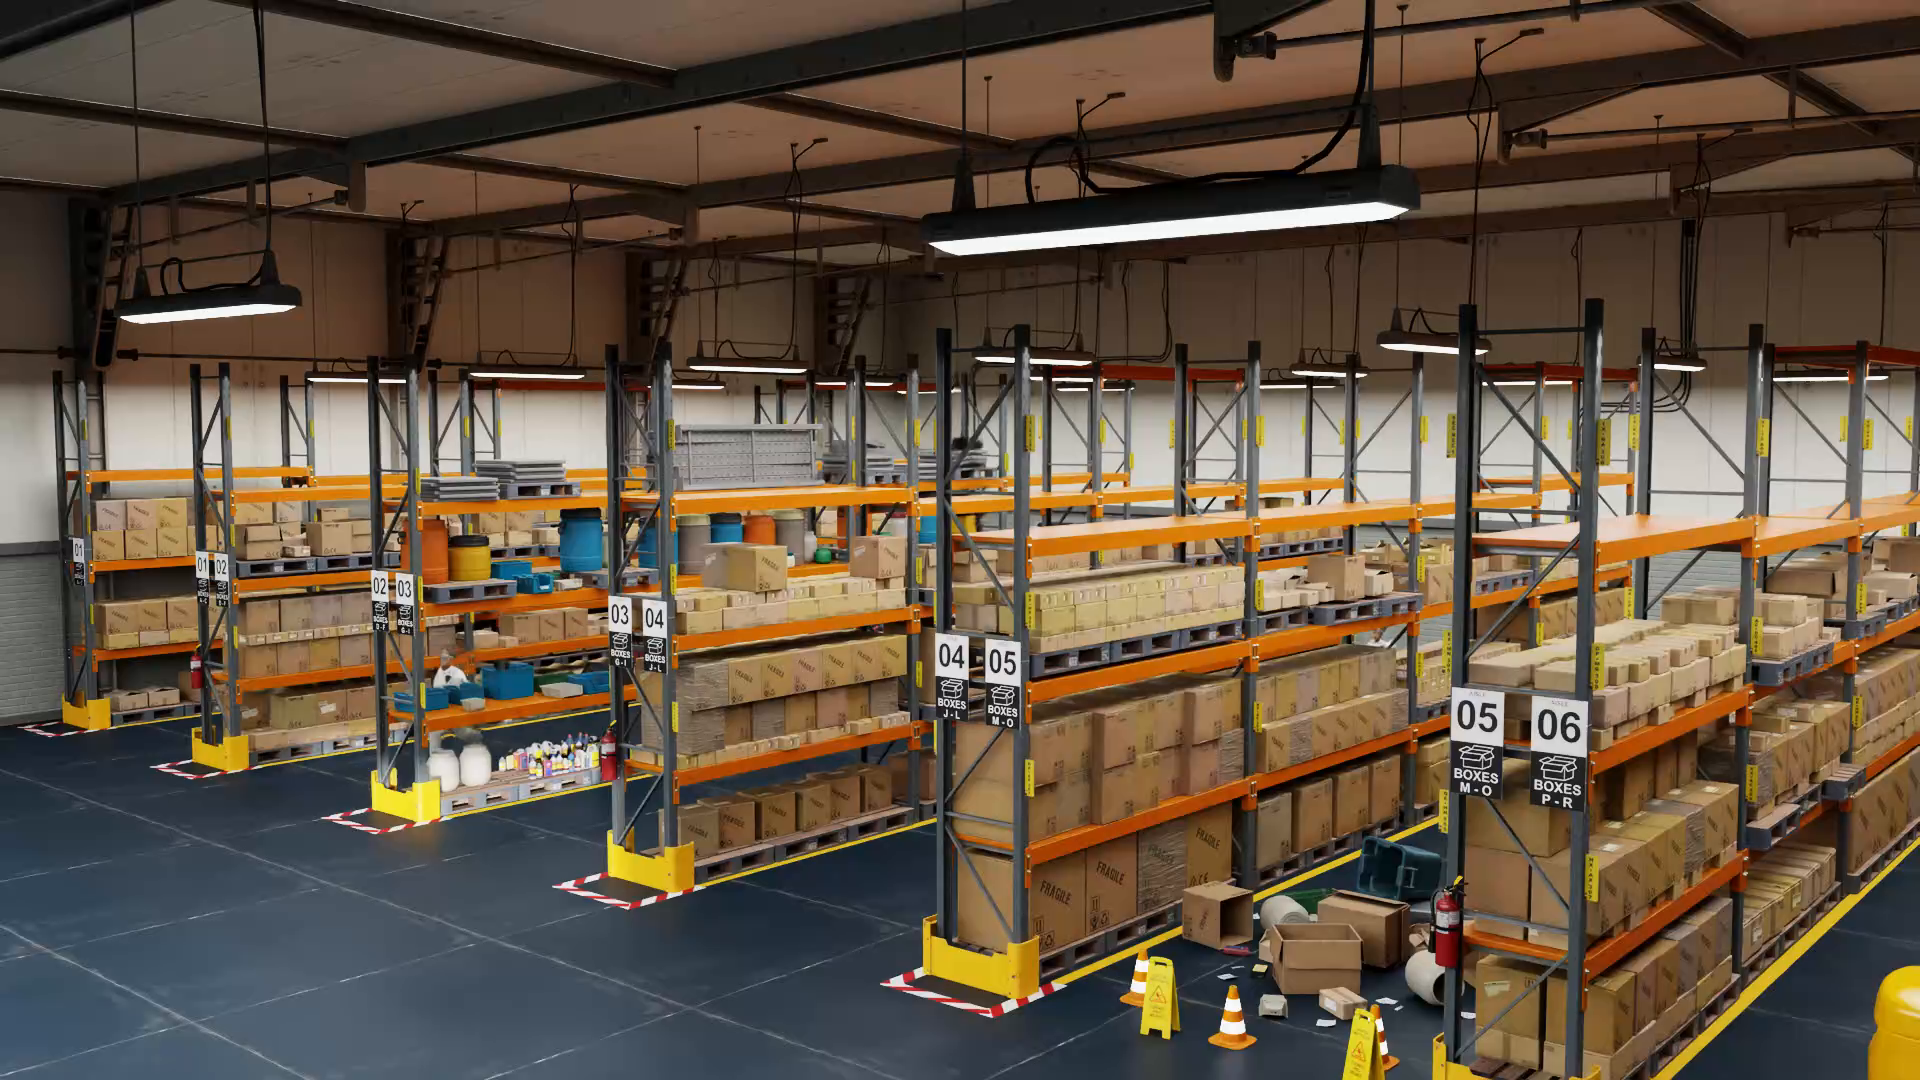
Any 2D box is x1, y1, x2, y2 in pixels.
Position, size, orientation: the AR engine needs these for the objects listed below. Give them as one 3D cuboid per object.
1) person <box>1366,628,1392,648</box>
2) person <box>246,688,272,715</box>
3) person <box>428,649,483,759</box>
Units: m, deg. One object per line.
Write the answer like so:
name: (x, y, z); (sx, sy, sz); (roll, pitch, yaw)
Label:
person: (7.149, 2.273, 28.429); (0.630, 1.681, 0.763); (3, 5, 34)
person: (-11.346, 2.335, 26.994); (1.010, 1.774, 0.678); (-4, 6, -44)
person: (-7.586, 2.514, 24.804); (0.631, 1.806, 1.095); (2, 5, 25)
